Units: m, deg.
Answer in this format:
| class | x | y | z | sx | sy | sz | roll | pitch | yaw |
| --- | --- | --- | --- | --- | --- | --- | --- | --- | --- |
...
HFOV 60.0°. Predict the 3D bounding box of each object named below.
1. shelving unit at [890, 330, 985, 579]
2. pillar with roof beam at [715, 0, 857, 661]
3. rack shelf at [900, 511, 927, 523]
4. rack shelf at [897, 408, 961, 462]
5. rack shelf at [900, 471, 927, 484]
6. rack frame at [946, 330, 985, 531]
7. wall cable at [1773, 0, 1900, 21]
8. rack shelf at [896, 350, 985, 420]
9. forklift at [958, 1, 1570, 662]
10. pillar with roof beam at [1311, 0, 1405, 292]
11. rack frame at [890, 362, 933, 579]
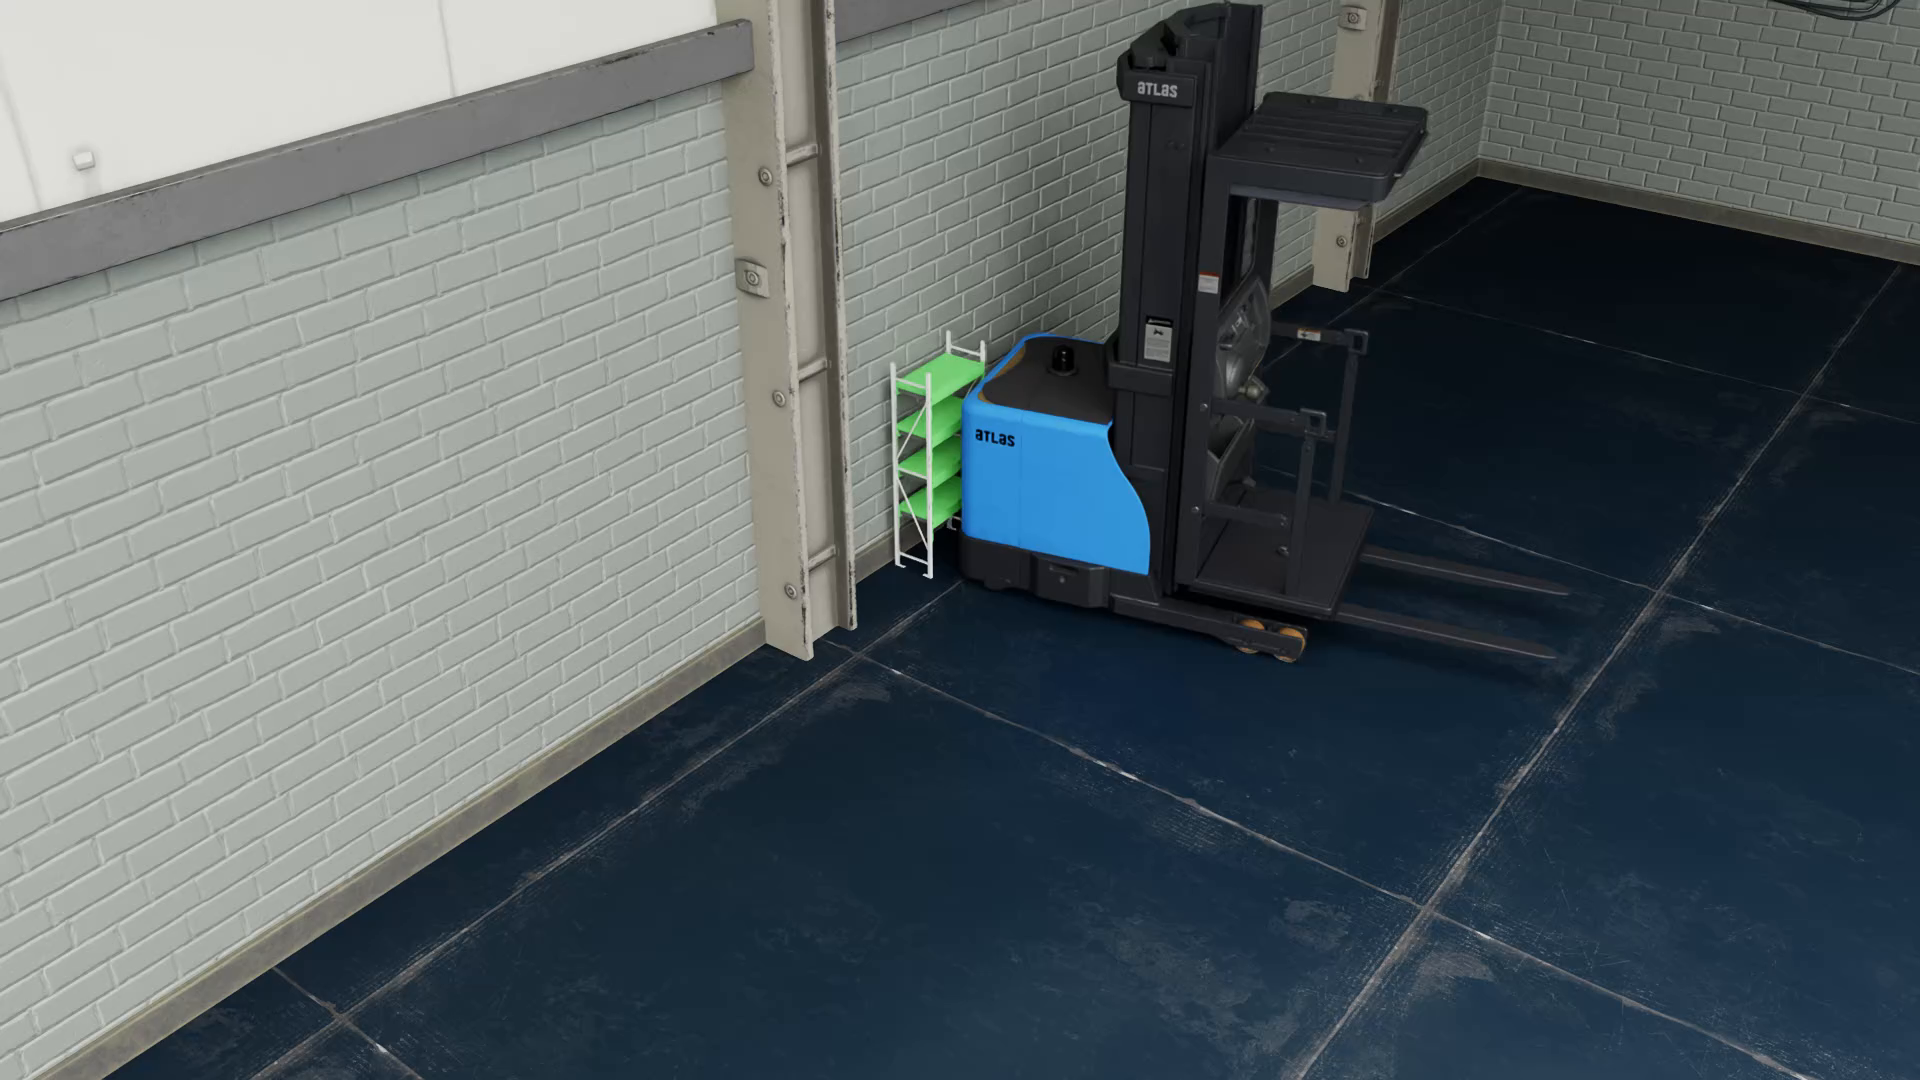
| class | x | y | z | sx | sy | sz | roll | pitch | yaw |
| --- | --- | --- | --- | --- | --- | --- | --- | --- | --- |
| shelving unit | -0.110 | -0.449 | 8.831 | 0.258 | 1.200 | 0.503 | 20 | 36 | 29 |
| pillar with roof beam | 2.670 | -2.073 | 3.922 | 9.100 | 9.000 | 0.400 | 21 | 37 | 31 |
| rack shelf | -0.110 | -0.212 | 8.971 | 0.199 | 0.029 | 0.442 | 20 | 36 | 29 |
| rack shelf | -0.110 | -0.600 | 8.741 | 0.258 | 0.148 | 0.480 | 20 | 36 | 29 |
| rack shelf | -0.110 | -0.419 | 8.849 | 0.199 | 0.029 | 0.442 | 20 | 36 | 29 |
| rack frame | 0.030 | -0.551 | 9.003 | 0.240 | 1.200 | 0.015 | 20 | 36 | 29 |
| wall cable | 5.692 | -5.292 | 12.398 | 3.097 | 2.526 | 0.112 | 21 | 37 | 31 |
| rack shelf | -0.110 | -0.807 | 8.618 | 0.258 | 0.148 | 0.480 | 20 | 36 | 29 |
| forklift | 1.558 | -0.966 | 8.006 | 3.031 | 2.935 | 1.130 | 12 | 33 | 20 |
| pillar with roof beam | 6.292 | -4.512 | 8.037 | 9.100 | 9.000 | 0.400 | 21 | 37 | 31 |
| rack frame | -0.249 | -0.347 | 8.658 | 0.240 | 1.200 | 0.015 | 20 | 36 | 29 |
